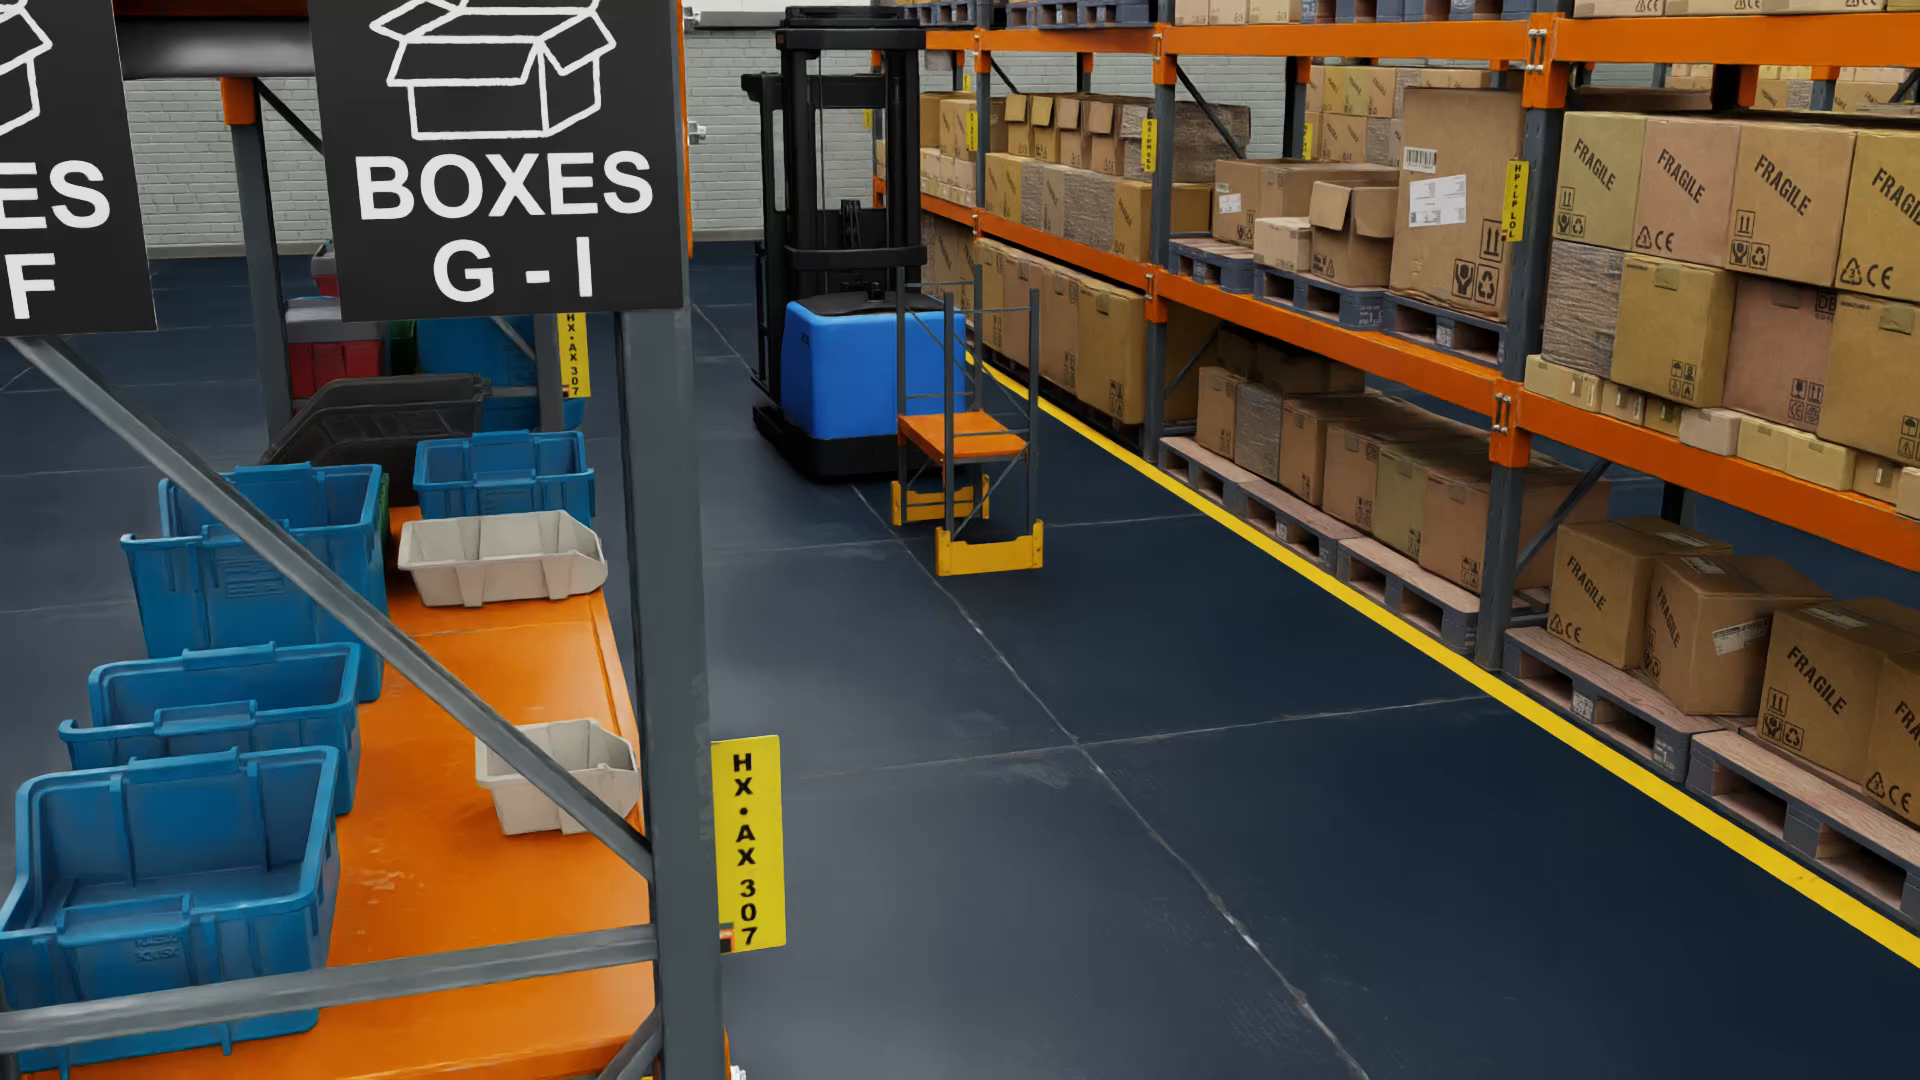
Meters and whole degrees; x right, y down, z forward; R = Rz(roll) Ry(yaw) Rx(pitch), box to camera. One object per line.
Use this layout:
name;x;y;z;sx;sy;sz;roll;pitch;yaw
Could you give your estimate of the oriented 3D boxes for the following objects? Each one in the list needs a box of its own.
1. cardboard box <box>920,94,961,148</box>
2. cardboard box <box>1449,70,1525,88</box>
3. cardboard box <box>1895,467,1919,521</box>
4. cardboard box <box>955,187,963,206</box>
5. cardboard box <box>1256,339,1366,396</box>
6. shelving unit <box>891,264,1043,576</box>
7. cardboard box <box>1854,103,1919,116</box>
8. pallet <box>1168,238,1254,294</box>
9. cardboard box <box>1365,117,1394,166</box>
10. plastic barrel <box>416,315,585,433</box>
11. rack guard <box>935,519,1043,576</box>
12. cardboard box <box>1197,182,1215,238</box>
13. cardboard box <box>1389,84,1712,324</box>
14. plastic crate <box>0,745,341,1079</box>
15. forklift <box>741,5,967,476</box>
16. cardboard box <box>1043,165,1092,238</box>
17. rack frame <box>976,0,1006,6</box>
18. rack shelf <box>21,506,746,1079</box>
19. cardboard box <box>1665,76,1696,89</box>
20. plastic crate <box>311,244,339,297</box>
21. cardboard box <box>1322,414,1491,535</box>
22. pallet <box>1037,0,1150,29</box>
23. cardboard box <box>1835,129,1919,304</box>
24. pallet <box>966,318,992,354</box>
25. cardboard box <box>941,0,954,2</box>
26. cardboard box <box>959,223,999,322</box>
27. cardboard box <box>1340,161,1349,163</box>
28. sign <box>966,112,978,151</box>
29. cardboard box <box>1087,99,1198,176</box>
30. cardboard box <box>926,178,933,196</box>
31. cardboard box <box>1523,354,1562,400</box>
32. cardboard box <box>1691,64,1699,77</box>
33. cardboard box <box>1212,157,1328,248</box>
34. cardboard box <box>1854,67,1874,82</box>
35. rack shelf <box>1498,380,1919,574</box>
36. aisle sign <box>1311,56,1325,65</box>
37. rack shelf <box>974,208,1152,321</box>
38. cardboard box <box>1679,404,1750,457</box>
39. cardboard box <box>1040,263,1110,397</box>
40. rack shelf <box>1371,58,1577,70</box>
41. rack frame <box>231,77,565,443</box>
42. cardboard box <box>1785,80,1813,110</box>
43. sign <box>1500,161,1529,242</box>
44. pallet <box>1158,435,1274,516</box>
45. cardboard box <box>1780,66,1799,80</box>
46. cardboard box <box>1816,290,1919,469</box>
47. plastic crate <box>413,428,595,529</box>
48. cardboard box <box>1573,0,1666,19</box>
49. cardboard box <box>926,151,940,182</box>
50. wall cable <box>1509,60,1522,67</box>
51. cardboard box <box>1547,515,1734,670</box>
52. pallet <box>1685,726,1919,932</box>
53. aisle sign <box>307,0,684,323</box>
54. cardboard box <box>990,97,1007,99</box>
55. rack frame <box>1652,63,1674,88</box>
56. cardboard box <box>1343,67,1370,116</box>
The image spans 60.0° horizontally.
cardboard box;-0.305;-4.208;16.687;0.500;0.500;0.500;-5;17;-17
cardboard box;5.044;-4.249;15.955;0.500;0.500;0.500;-5;18;-17
cardboard box;3.144;-0.137;5.130;0.380;0.149;0.250;-5;17;-15
cardboard box;0.166;-3.117;15.050;0.380;0.149;0.250;-4;17;-14
cardboard box;2.104;-1.044;9.992;0.500;0.250;0.500;-3;17;-9
shelving unit;0.021;-0.697;9.166;0.587;1.500;1.083;-5;17;-15
cardboard box;6.646;-2.767;11.537;0.700;0.500;0.500;-5;17;-16
pallet;2.034;-1.720;10.298;1.213;0.211;1.003;-5;17;-15
cardboard box;4.632;-4.199;17.526;0.500;0.500;0.500;-5;17;-17
plastic barrel;-1.742;-0.874;6.275;0.600;0.901;0.708;-5;17;-15
rack guard;0.158;0.039;8.887;0.587;0.250;0.087;-5;17;-15
cardboard box;1.864;-2.205;11.403;0.500;0.500;0.500;-4;17;-14
cardboard box;2.751;-1.614;7.837;1.000;1.000;1.000;-5;17;-15
plastic crate;-1.253;0.560;2.632;0.499;0.251;0.616;-5;17;-15
forklift;-0.881;-2.194;11.660;1.130;2.935;3.031;-5;18;-17
cardboard box;0.946;-2.588;12.680;0.500;0.500;0.500;-4;17;-14
rack frame;0.636;-5.980;13.719;1.000;3.000;0.127;-5;17;-15
rack shelf;-1.378;0.395;4.173;1.077;0.370;4.000;-5;17;-15
cardboard box;8.923;-5.368;20.198;0.500;0.500;0.500;-5;17;-16
plastic crate;-2.877;-1.169;8.017;0.402;0.464;0.583;-5;17;-15
cardboard box;2.420;-0.367;9.042;0.700;0.500;0.500;-6;18;-20
pallet;1.197;-3.830;12.102;1.003;0.211;1.213;-4;17;-13
cardboard box;3.138;-1.005;5.155;0.500;0.500;0.500;-5;17;-15
pallet;0.503;-1.988;15.704;1.003;0.211;1.213;-5;17;-15
cardboard box;0.220;-5.201;15.262;0.700;0.500;0.500;-4;17;-12
cardboard box;0.532;-2.480;15.456;0.875;0.875;0.875;-5;17;-15
cardboard box;4.443;-4.135;18.441;0.380;0.149;0.250;-4;17;-13
sign;0.103;-3.515;14.298;0.100;0.325;0.005;-5;17;-15
cardboard box;1.374;-2.913;12.018;0.797;0.503;0.637;-4;17;-14
cardboard box;-0.116;-3.401;15.996;0.380;0.149;0.250;-5;17;-16
cardboard box;2.605;-0.691;6.974;0.380;0.149;0.250;-5;17;-15
cardboard box;9.037;-5.647;20.000;0.380;0.149;0.250;-4;17;-14
cardboard box;1.922;-2.103;10.337;0.500;0.500;0.500;-7;18;-22
cardboard box;9.747;-4.939;17.642;0.380;0.149;0.250;-5;17;-15
rack shelf;3.384;0.004;5.477;1.077;0.370;4.000;-5;17;-15
aisle sign;4.025;-5.819;19.092;0.394;0.787;0.004;-5;17;-15
rack shelf;1.186;-2.209;12.844;1.077;0.370;4.000;-5;17;-15
cardboard box;2.863;-0.413;6.049;0.380;0.149;0.250;-5;17;-15
cardboard box;1.328;-1.624;12.608;1.225;0.875;0.875;-5;17;-15
rack shelf;4.883;-5.117;17.308;1.077;0.370;4.000;-5;17;-15
rack frame;-1.927;-0.503;5.911;1.000;3.000;0.127;-5;17;-15
cardboard box;9.489;-4.807;18.329;0.500;0.500;0.500;-4;17;-15
sign;2.302;-1.404;6.899;0.100;0.325;0.005;-5;17;-15
pallet;1.949;-0.449;10.580;1.003;0.211;1.213;-5;17;-15
cardboard box;9.402;-5.213;18.555;0.380;0.149;0.250;-5;17;-15
cardboard box;3.335;-0.542;5.352;0.875;0.500;0.500;-5;17;-15
plastic crate;-1.362;-0.147;4.985;0.499;0.251;0.616;-5;17;-15
cardboard box;2.712;-2.114;6.323;0.500;0.250;0.500;-5;18;-17
cardboard box;-0.022;-3.563;15.844;0.500;0.250;0.500;-4;17;-14
wall cable;8.854;-7.157;26.298;0.588;1.984;0.122;-5;17;-15
cardboard box;2.906;0.216;7.135;0.500;0.500;0.500;-5;18;-17
pallet;3.392;0.962;5.882;1.003;0.211;1.213;-5;17;-15
aisle sign;-0.527;-0.645;1.865;0.394;0.787;0.004;-5;17;-15
cardboard box;0.475;-3.970;15.895;0.500;0.500;0.500;-5;18;-17
rack frame;9.065;-4.997;20.874;1.000;3.000;0.127;-5;17;-15
cardboard box;4.468;-4.817;17.845;0.500;0.500;0.500;-5;17;-16
